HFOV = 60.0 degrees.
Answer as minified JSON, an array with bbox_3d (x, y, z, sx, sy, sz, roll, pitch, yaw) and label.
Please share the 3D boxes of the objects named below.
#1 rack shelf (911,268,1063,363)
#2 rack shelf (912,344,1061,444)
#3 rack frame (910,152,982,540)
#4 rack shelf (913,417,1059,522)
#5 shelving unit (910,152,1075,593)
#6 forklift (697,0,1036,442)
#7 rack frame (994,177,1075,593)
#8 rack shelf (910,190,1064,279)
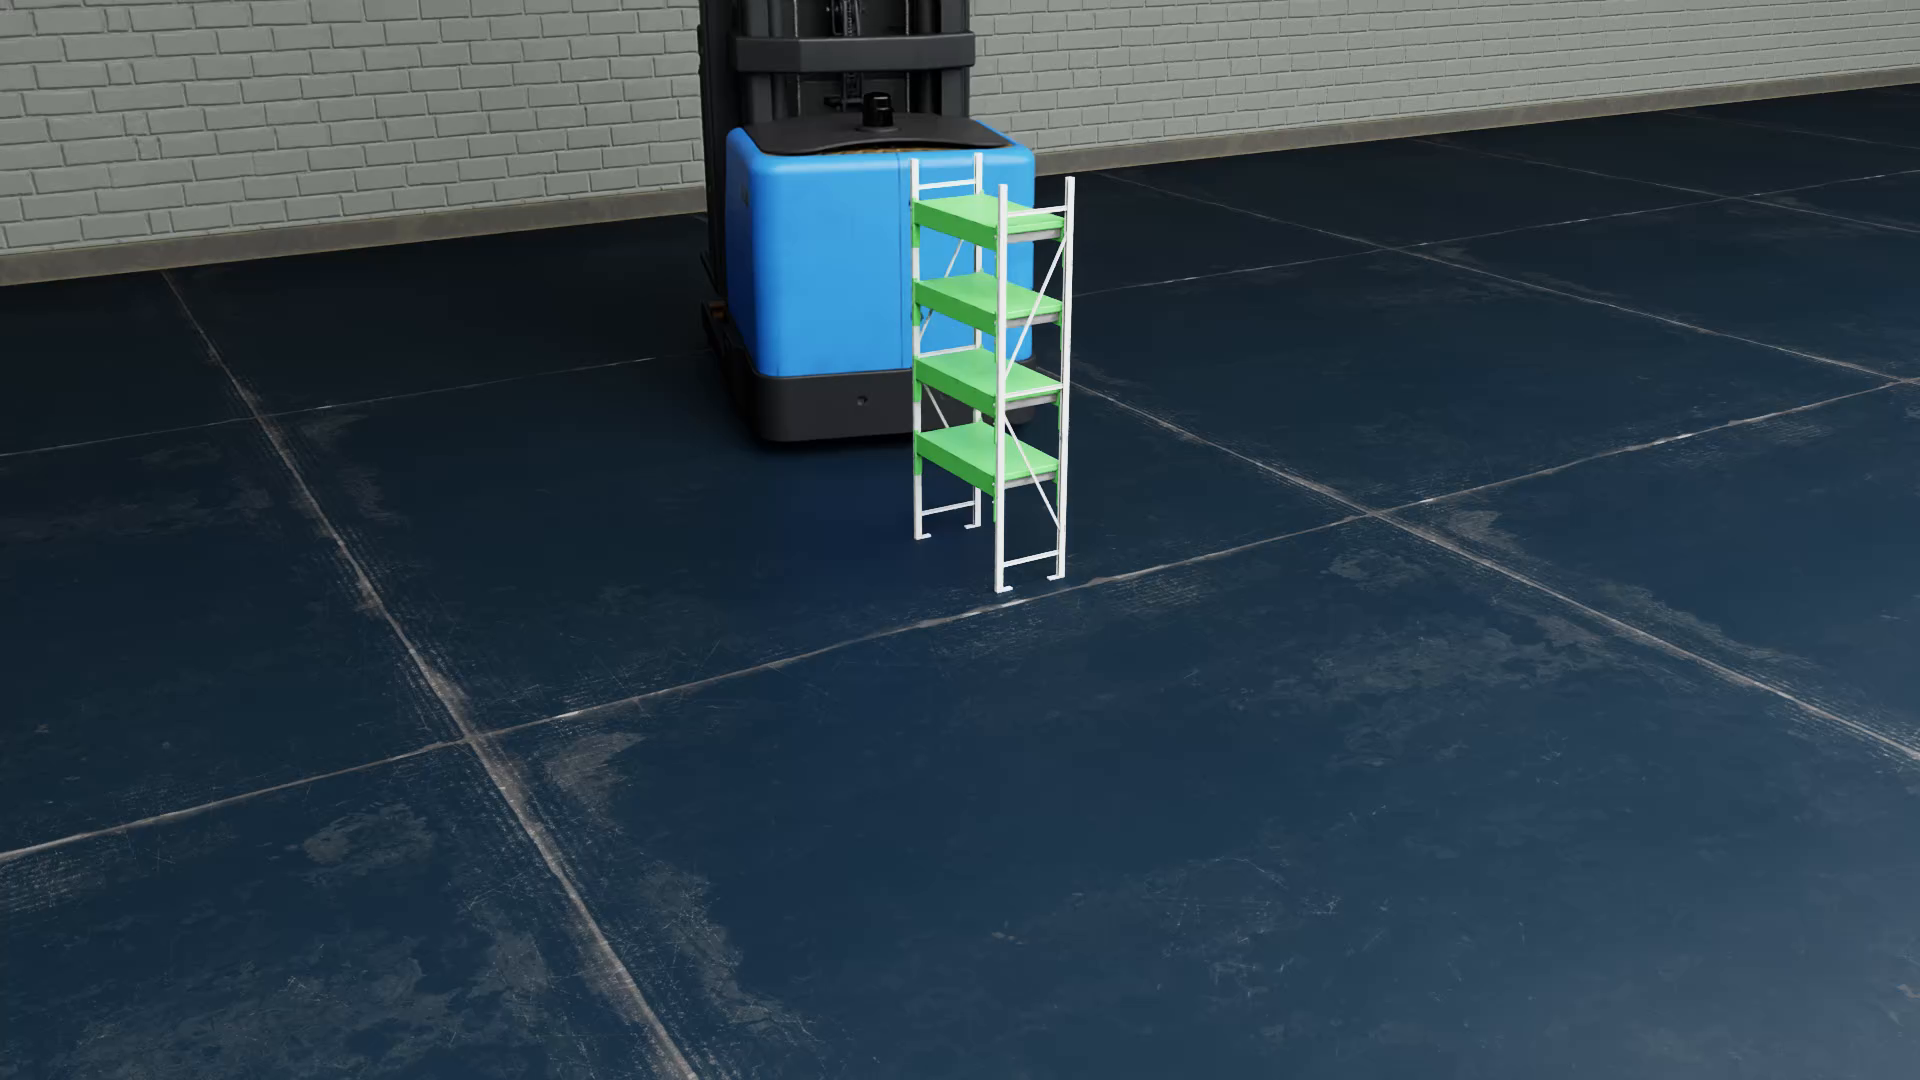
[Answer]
[{"bbox_3d":[0.085,-0.665,4.887,0.258,0.148,0.480,-13,25,-28],"label":"rack shelf"},{"bbox_3d":[0.085,-0.443,4.978,0.258,0.148,0.480,-13,25,-28],"label":"rack shelf"},{"bbox_3d":[-0.040,-0.581,5.148,0.240,1.200,0.015,-13,25,-28],"label":"rack frame"},{"bbox_3d":[0.085,-0.221,5.068,0.258,0.148,0.480,-13,25,-28],"label":"rack shelf"},{"bbox_3d":[0.085,-0.502,4.954,0.258,1.200,0.503,-13,25,-28],"label":"shelving unit"},{"bbox_3d":[-0.559,-2.236,6.919,1.130,2.935,3.031,-5,23,-12],"label":"forklift"},{"bbox_3d":[0.209,-0.423,4.759,0.240,1.200,0.015,-13,25,-28],"label":"rack frame"},{"bbox_3d":[0.085,-0.888,4.797,0.258,0.148,0.480,-13,25,-28],"label":"rack shelf"}]
